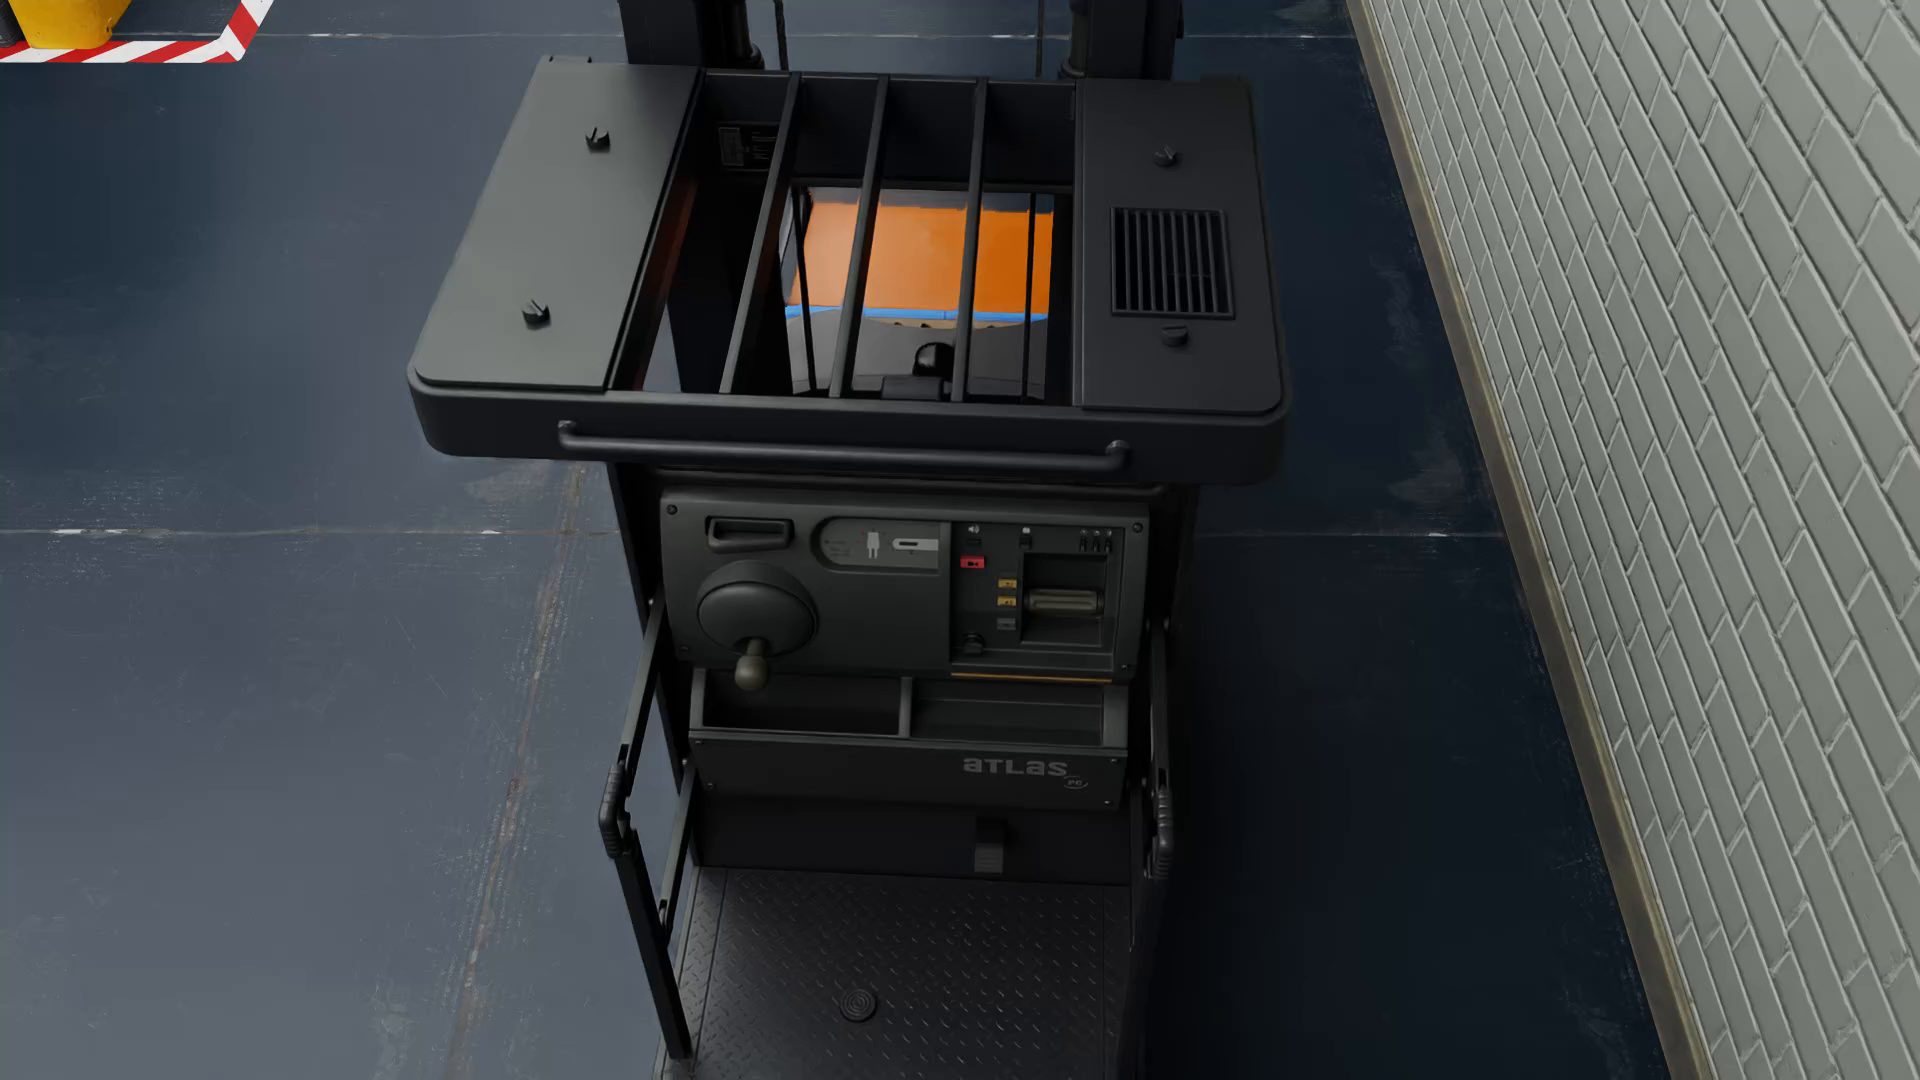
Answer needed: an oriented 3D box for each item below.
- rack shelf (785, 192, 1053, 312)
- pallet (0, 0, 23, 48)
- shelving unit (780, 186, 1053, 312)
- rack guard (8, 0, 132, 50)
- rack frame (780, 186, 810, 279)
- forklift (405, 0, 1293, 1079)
[{"bbox_3d":[0.029,-0.698,4.732,1.000,0.278,0.538,4,47,3],"label":"rack shelf"},{"bbox_3d":[-4.726,-2.581,7.508,1.213,0.211,1.003,0,47,0],"label":"pallet"},{"bbox_3d":[0.029,-0.499,4.946,1.048,1.125,0.538,4,47,3],"label":"shelving unit"},{"bbox_3d":[-3.902,-2.735,7.454,0.348,0.500,1.175,0,47,0],"label":"rack guard"},{"bbox_3d":[-0.478,-0.531,4.976,0.032,1.125,0.500,4,47,3],"label":"rack frame"},{"bbox_3d":[-0.117,0.204,3.058,1.130,2.935,3.031,2,47,2],"label":"forklift"}]
